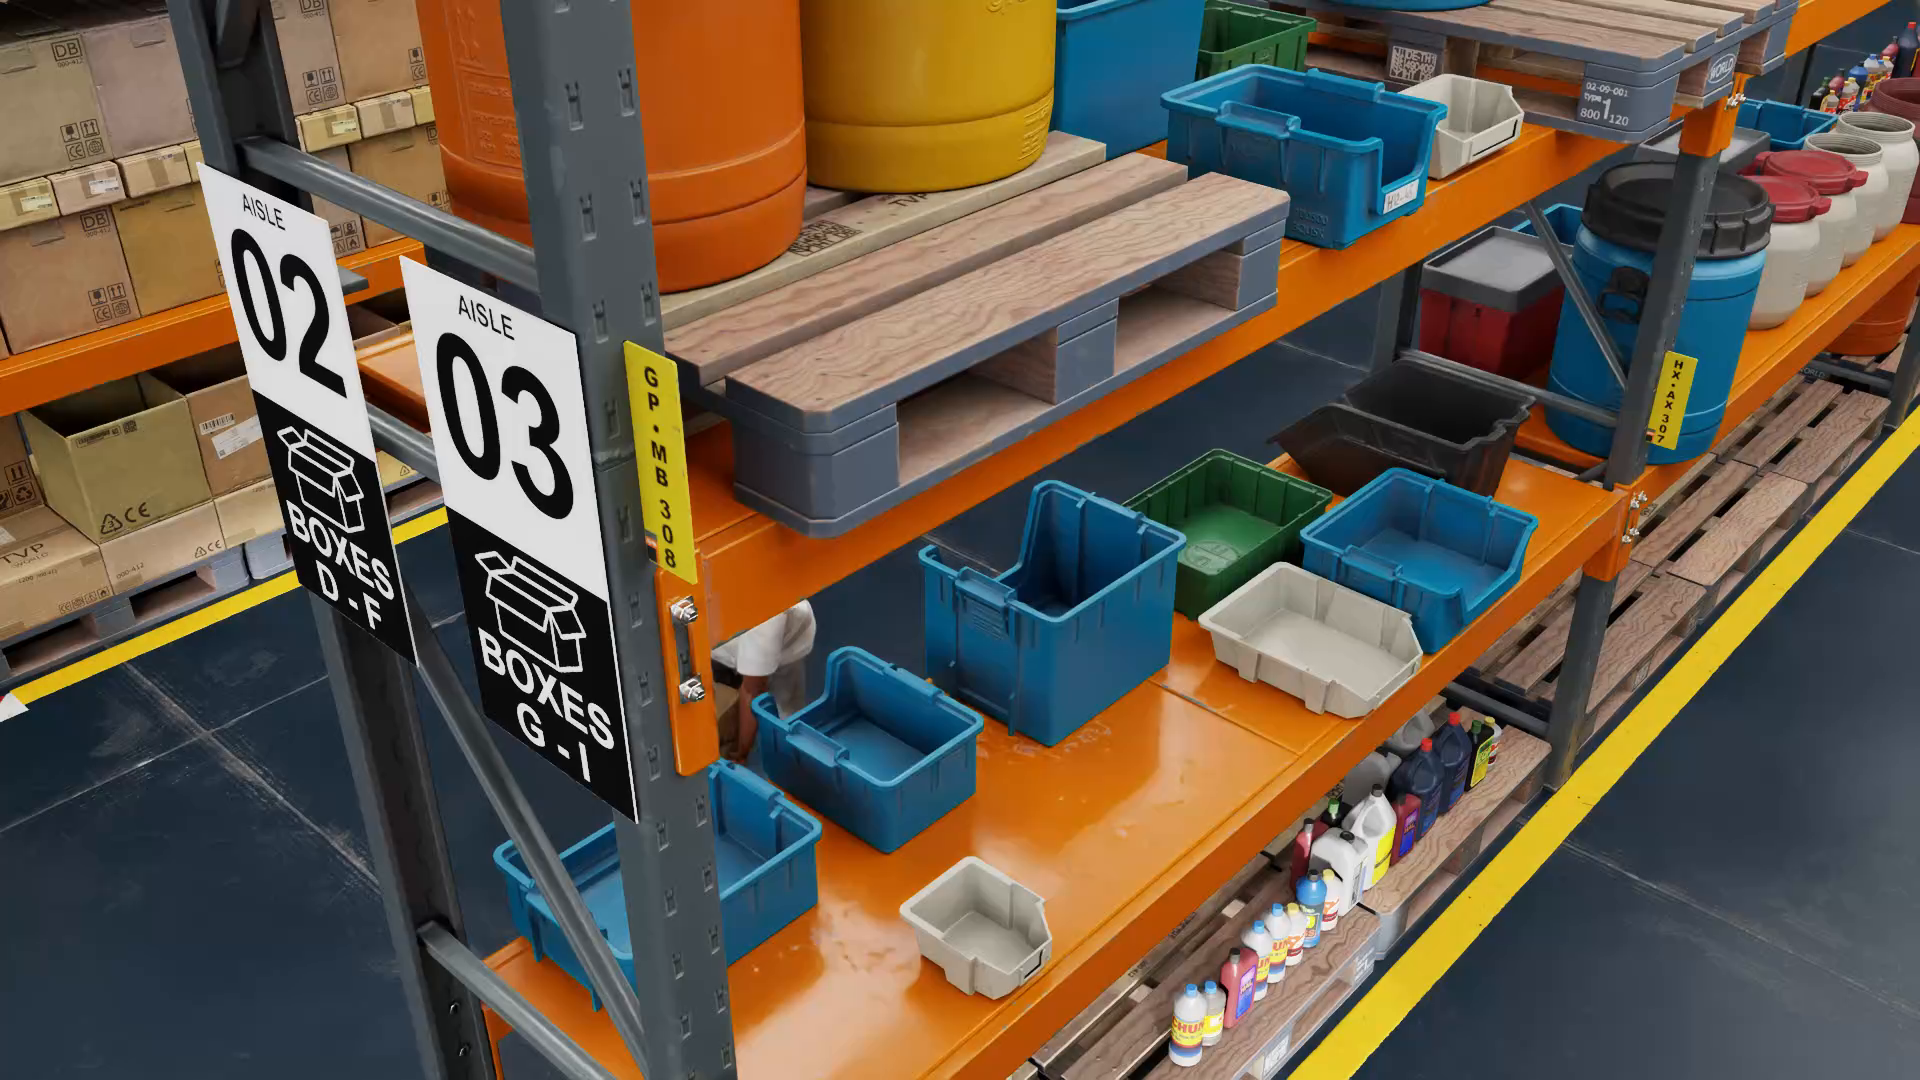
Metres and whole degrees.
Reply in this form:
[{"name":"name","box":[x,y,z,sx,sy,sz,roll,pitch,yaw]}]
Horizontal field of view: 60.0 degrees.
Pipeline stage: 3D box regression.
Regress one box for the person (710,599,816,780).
[{"name":"person","box":[-0.755,0.510,5.437,0.489,1.588,0.763,12,33,19]}]
